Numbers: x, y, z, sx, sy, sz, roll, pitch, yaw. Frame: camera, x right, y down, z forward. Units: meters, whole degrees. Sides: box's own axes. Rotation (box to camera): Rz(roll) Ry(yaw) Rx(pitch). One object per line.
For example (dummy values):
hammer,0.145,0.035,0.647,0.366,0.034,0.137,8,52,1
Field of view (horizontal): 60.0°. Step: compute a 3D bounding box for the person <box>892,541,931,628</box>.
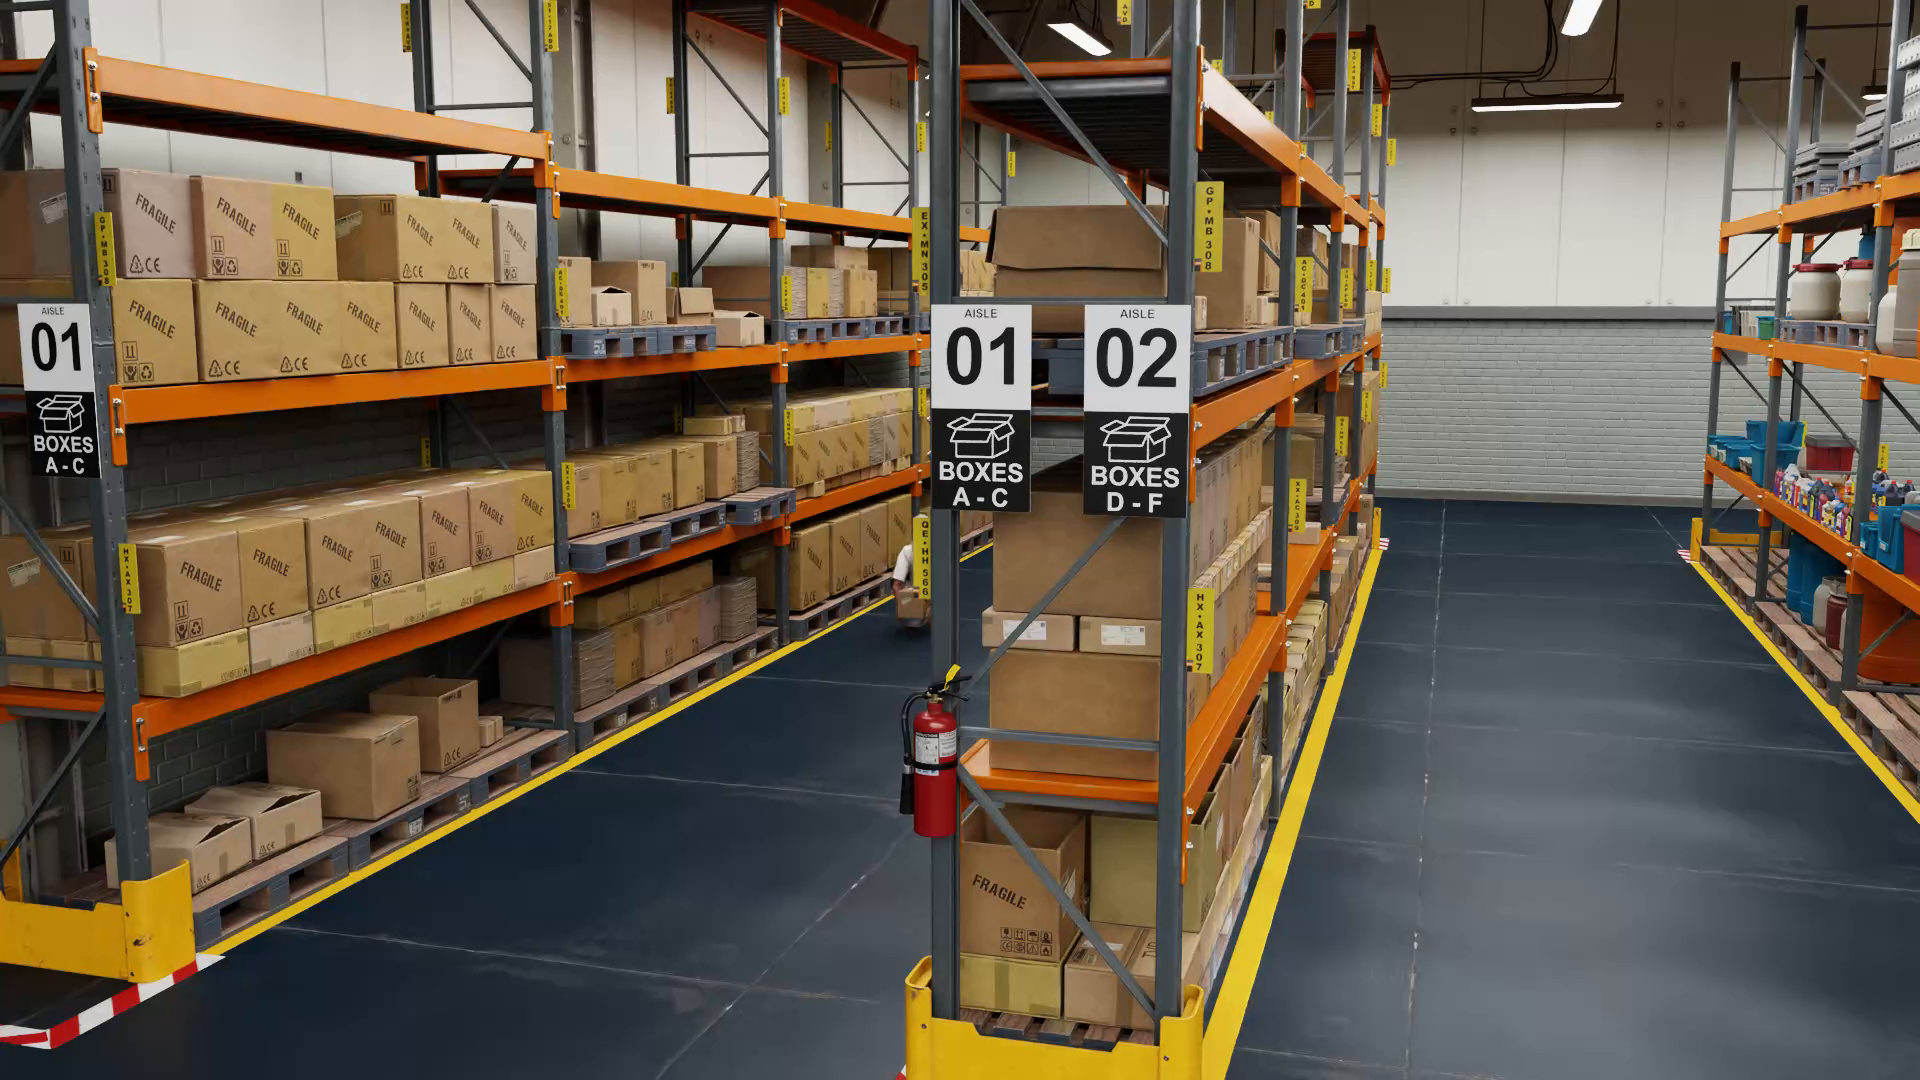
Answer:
person,-0.333,0.392,16.256,0.581,0.998,0.875,2,9,17
